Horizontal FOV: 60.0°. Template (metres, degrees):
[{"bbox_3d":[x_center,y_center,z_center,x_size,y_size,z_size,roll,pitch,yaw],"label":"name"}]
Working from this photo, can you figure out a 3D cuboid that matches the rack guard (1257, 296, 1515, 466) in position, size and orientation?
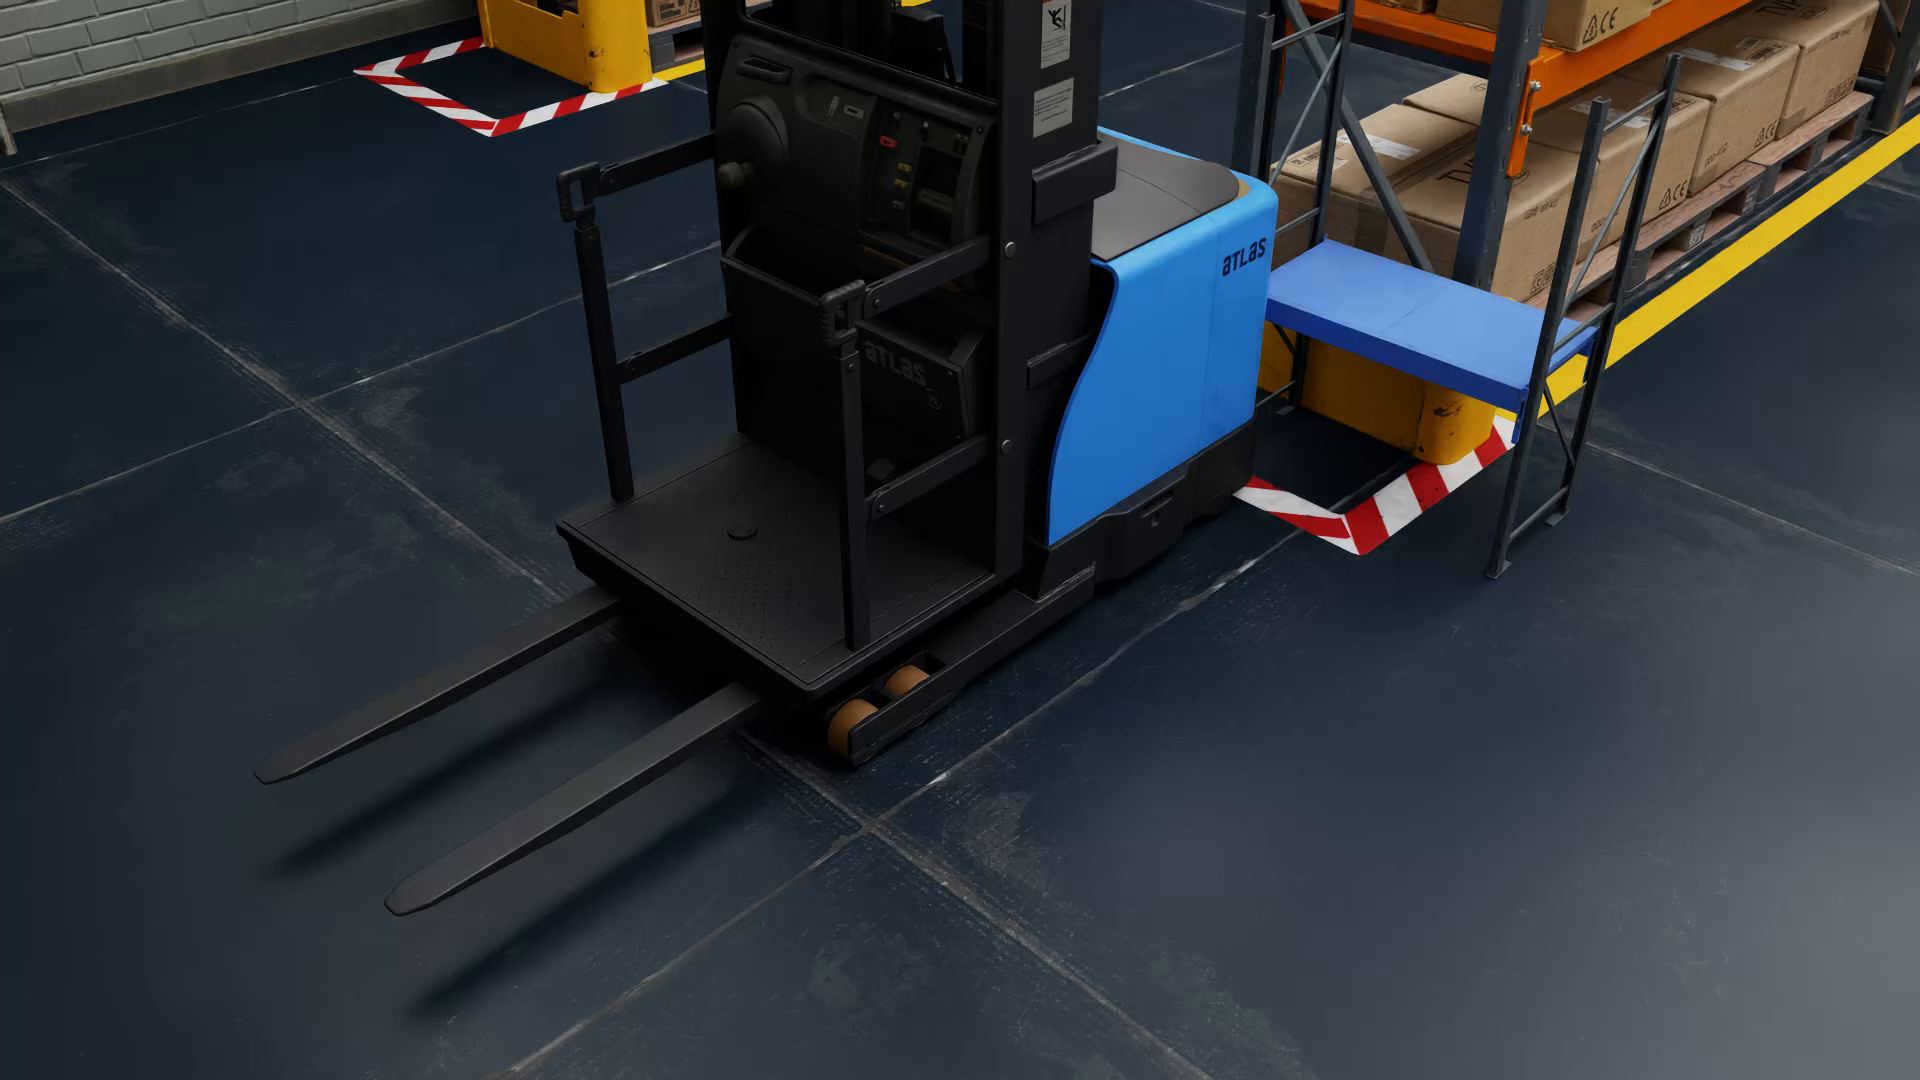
[{"bbox_3d":[1.335,-0.746,5.882,1.175,0.500,0.348,30,45,35],"label":"rack guard"}]

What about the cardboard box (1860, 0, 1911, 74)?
[{"bbox_3d":[4.550,-2.989,8.404,0.875,0.875,0.875,-28,44,-34],"label":"cardboard box"}]

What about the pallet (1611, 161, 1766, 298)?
[{"bbox_3d":[2.719,-1.486,7.196,1.003,0.211,1.213,30,45,35],"label":"pallet"}]

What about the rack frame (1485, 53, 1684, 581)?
[{"bbox_3d":[1.788,-0.603,4.803,0.032,1.500,0.500,28,43,34],"label":"rack frame"}]

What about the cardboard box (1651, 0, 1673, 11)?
[{"bbox_3d":[2.230,-2.118,5.577,0.500,0.500,0.500,29,44,35],"label":"cardboard box"}]

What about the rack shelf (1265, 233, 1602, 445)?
[{"bbox_3d":[1.413,-0.652,5.187,1.000,0.185,0.538,28,43,34],"label":"rack shelf"}]

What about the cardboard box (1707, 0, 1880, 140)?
[{"bbox_3d":[3.651,-2.314,7.819,0.875,0.438,0.875,29,44,35],"label":"cardboard box"}]

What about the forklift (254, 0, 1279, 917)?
[{"bbox_3d":[-0.433,-0.945,4.043,1.130,2.935,3.031,29,44,35],"label":"forklift"}]

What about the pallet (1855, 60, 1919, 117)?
[{"bbox_3d":[4.660,-2.605,8.800,1.003,0.211,1.213,30,45,35],"label":"pallet"}]

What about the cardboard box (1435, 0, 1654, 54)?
[{"bbox_3d":[1.894,-1.901,5.266,0.500,0.500,0.500,29,44,35],"label":"cardboard box"}]

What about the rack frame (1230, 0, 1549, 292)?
[{"bbox_3d":[1.352,-1.781,5.181,1.000,3.000,0.127,30,45,35],"label":"rack frame"}]

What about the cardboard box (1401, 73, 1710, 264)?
[{"bbox_3d":[2.385,-1.585,6.774,0.875,0.438,0.875,-29,44,-34],"label":"cardboard box"}]

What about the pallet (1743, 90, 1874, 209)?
[{"bbox_3d":[3.579,-1.984,7.910,1.003,0.211,1.213,30,45,35],"label":"pallet"}]

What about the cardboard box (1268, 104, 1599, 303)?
[{"bbox_3d":[1.746,-1.210,6.236,0.875,0.438,0.875,28,44,34],"label":"cardboard box"}]

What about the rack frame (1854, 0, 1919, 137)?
[{"bbox_3d":[4.170,-3.405,7.510,1.000,3.000,0.127,30,45,35],"label":"rack frame"}]

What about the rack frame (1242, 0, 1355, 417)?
[{"bbox_3d":[1.037,-0.995,5.366,0.032,1.500,0.500,28,43,34],"label":"rack frame"}]

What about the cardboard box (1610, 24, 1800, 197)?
[{"bbox_3d":[3.021,-1.951,7.298,0.875,0.438,0.875,28,44,34],"label":"cardboard box"}]

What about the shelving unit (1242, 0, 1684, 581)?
[{"bbox_3d":[1.413,-0.799,5.085,1.048,1.500,0.538,28,43,34],"label":"shelving unit"}]

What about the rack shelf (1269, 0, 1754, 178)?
[{"bbox_3d":[2.761,-2.298,6.551,1.077,0.370,4.000,30,45,35],"label":"rack shelf"}]

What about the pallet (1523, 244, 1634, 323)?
[{"bbox_3d":[1.859,-0.993,6.490,1.003,0.211,1.213,30,45,35],"label":"pallet"}]

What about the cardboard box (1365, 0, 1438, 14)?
[{"bbox_3d":[1.504,-2.124,5.587,0.500,0.500,0.500,-30,45,-35],"label":"cardboard box"}]

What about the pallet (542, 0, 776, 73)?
[{"bbox_3d":[-1.559,-2.991,9.354,1.003,0.211,1.213,30,45,35],"label":"pallet"}]

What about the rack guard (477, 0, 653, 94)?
[{"bbox_3d":[-2.120,-2.785,8.807,1.175,0.500,0.348,30,45,35],"label":"rack guard"}]

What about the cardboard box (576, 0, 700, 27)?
[{"bbox_3d":[-1.675,-3.138,8.943,0.797,0.503,0.637,28,43,34],"label":"cardboard box"}]
